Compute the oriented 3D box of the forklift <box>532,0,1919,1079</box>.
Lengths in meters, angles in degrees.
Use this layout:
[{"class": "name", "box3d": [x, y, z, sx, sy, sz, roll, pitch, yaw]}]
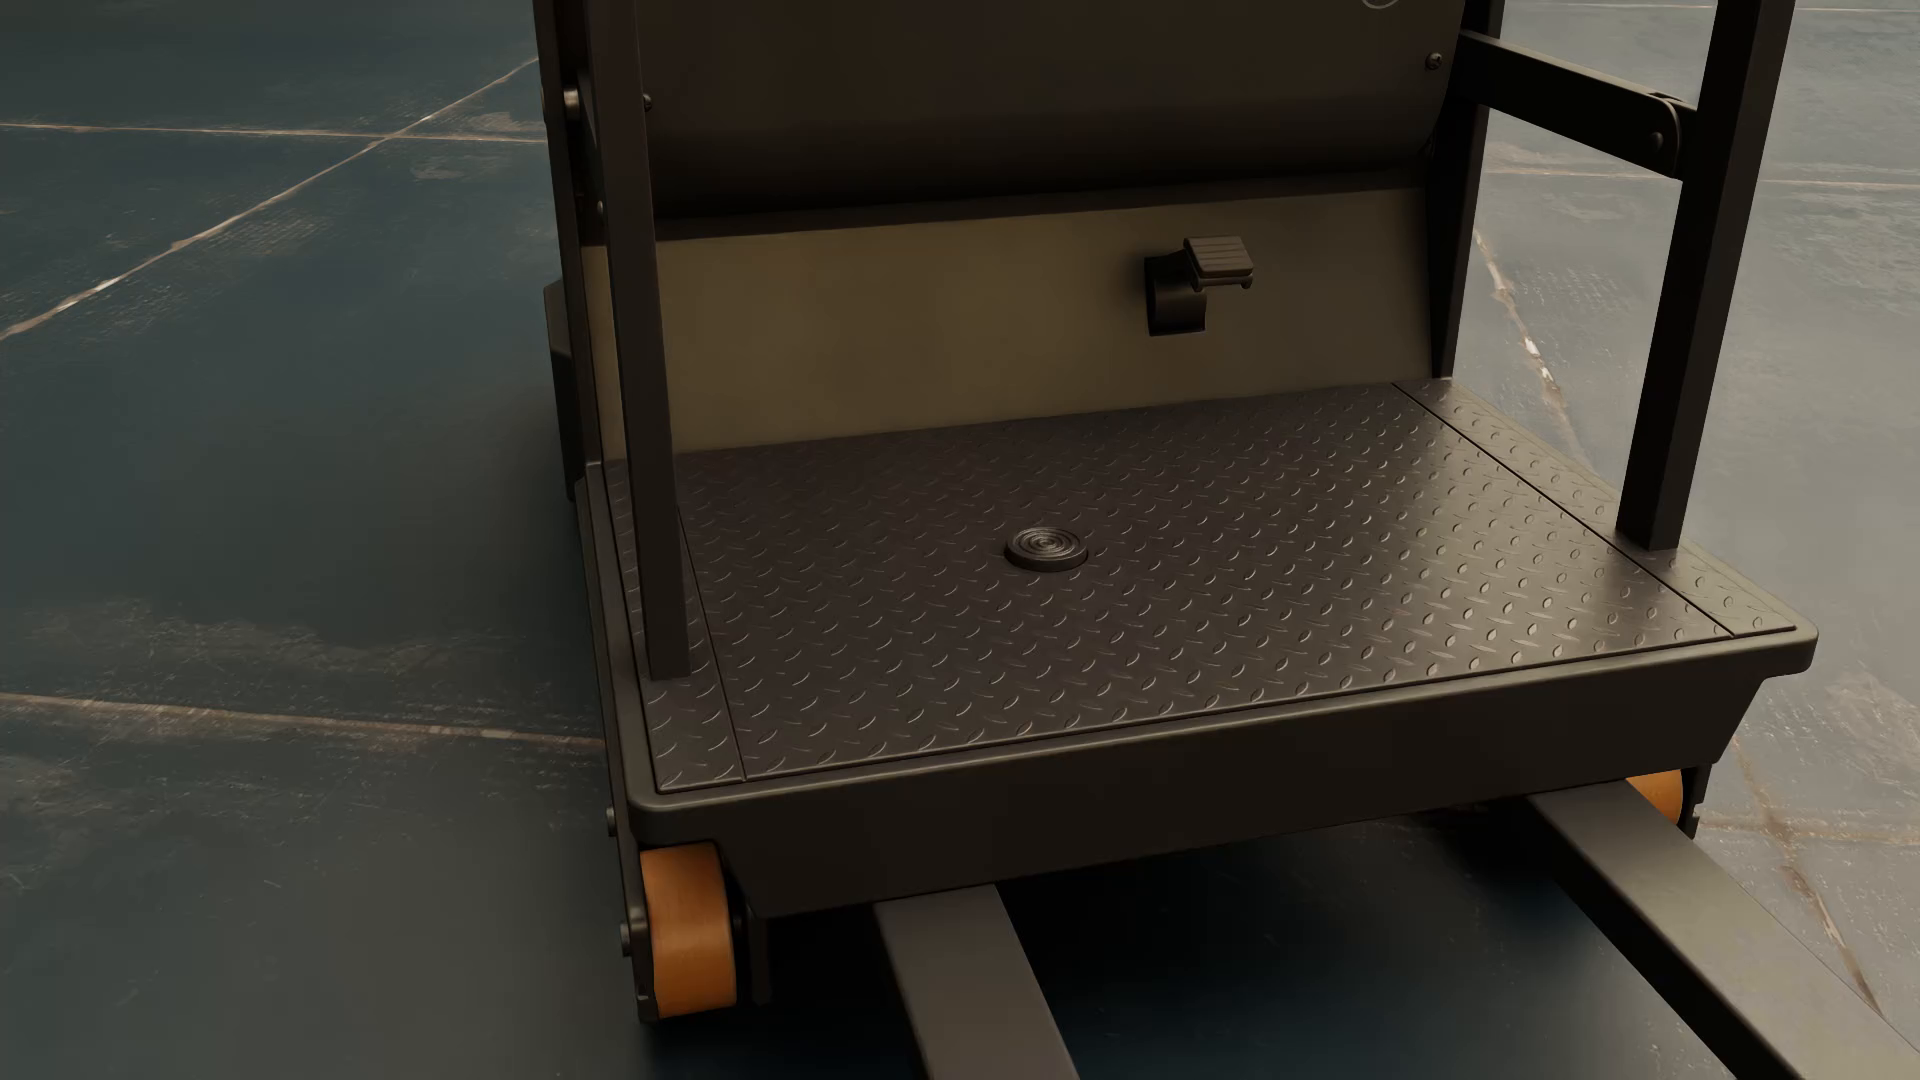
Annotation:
[{"class": "forklift", "box3d": [0.153, -1.049, 1.319, 1.130, 2.935, 3.031, -7, 27, -13]}]
